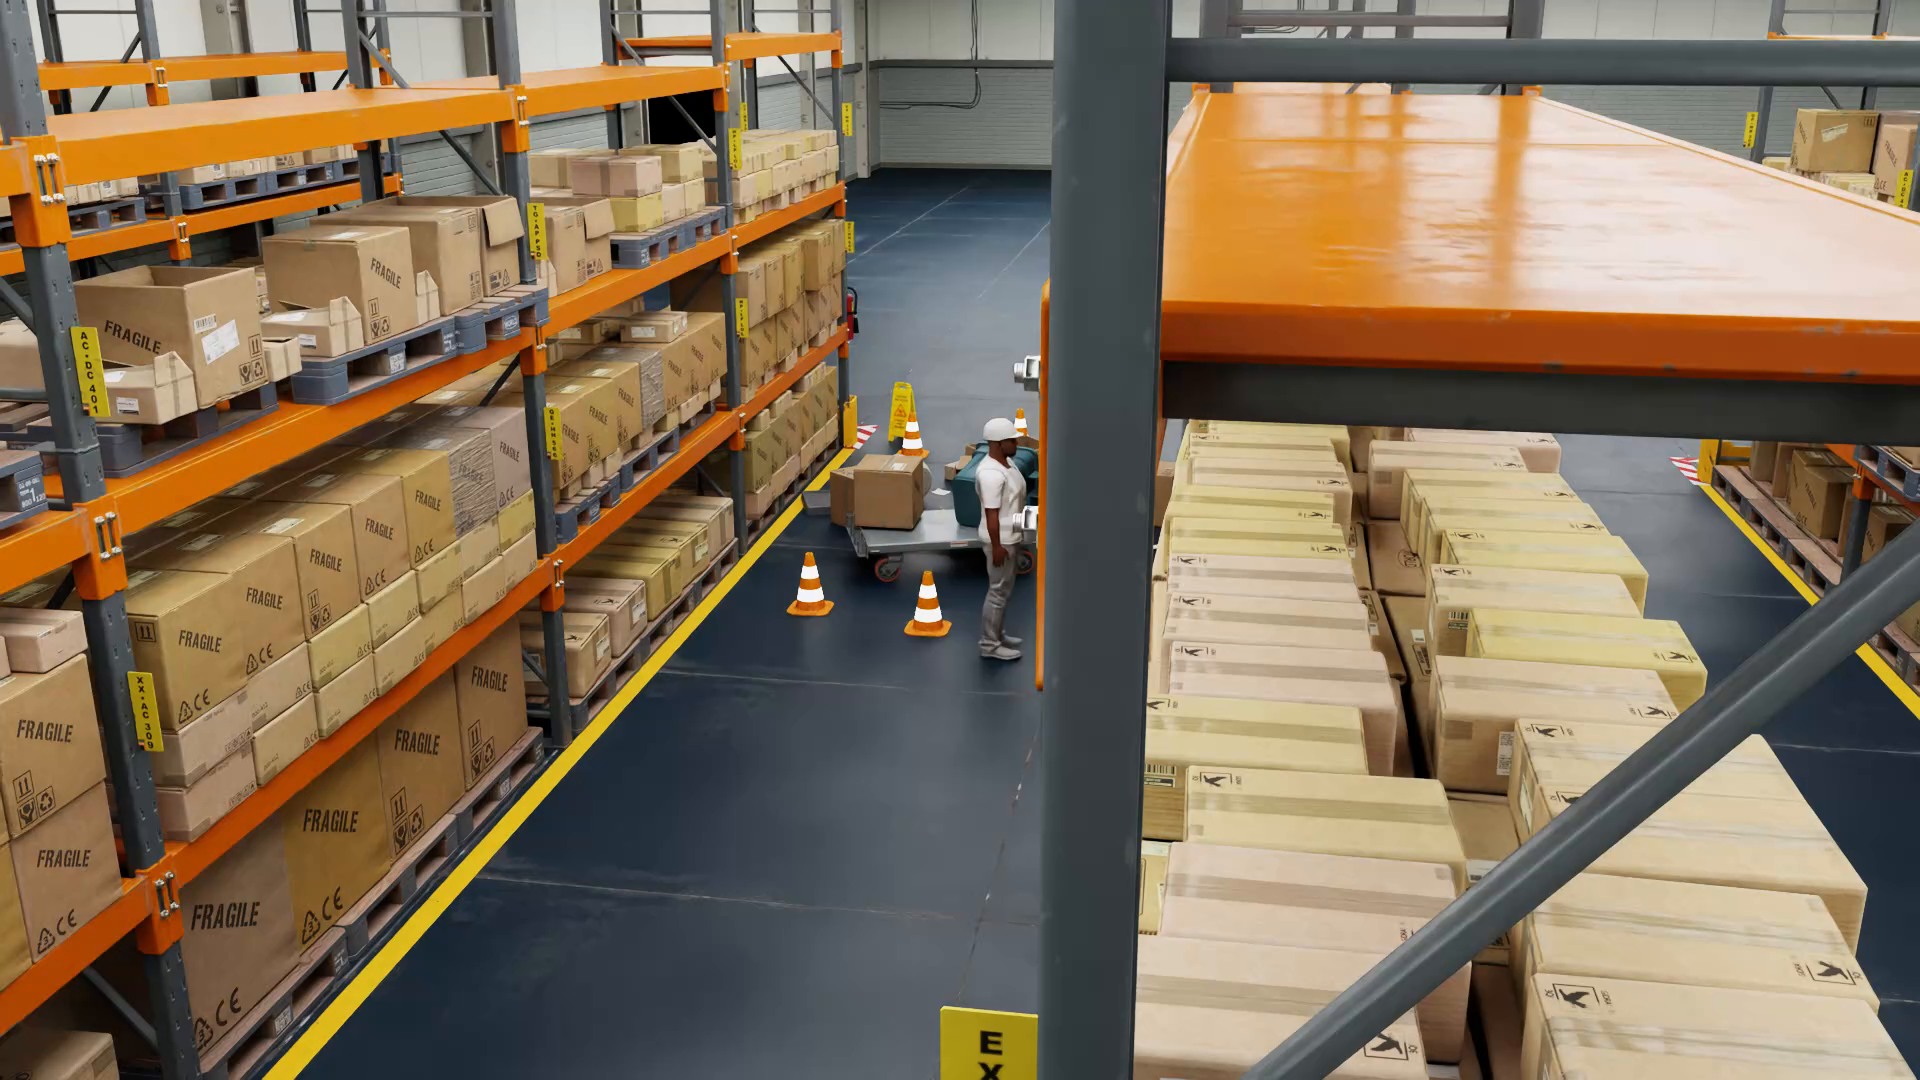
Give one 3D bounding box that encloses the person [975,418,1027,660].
[{"bbox_3d":[0.304,-0.013,12.081,0.354,1.777,0.563,3,18,10],"label":"person"}]
